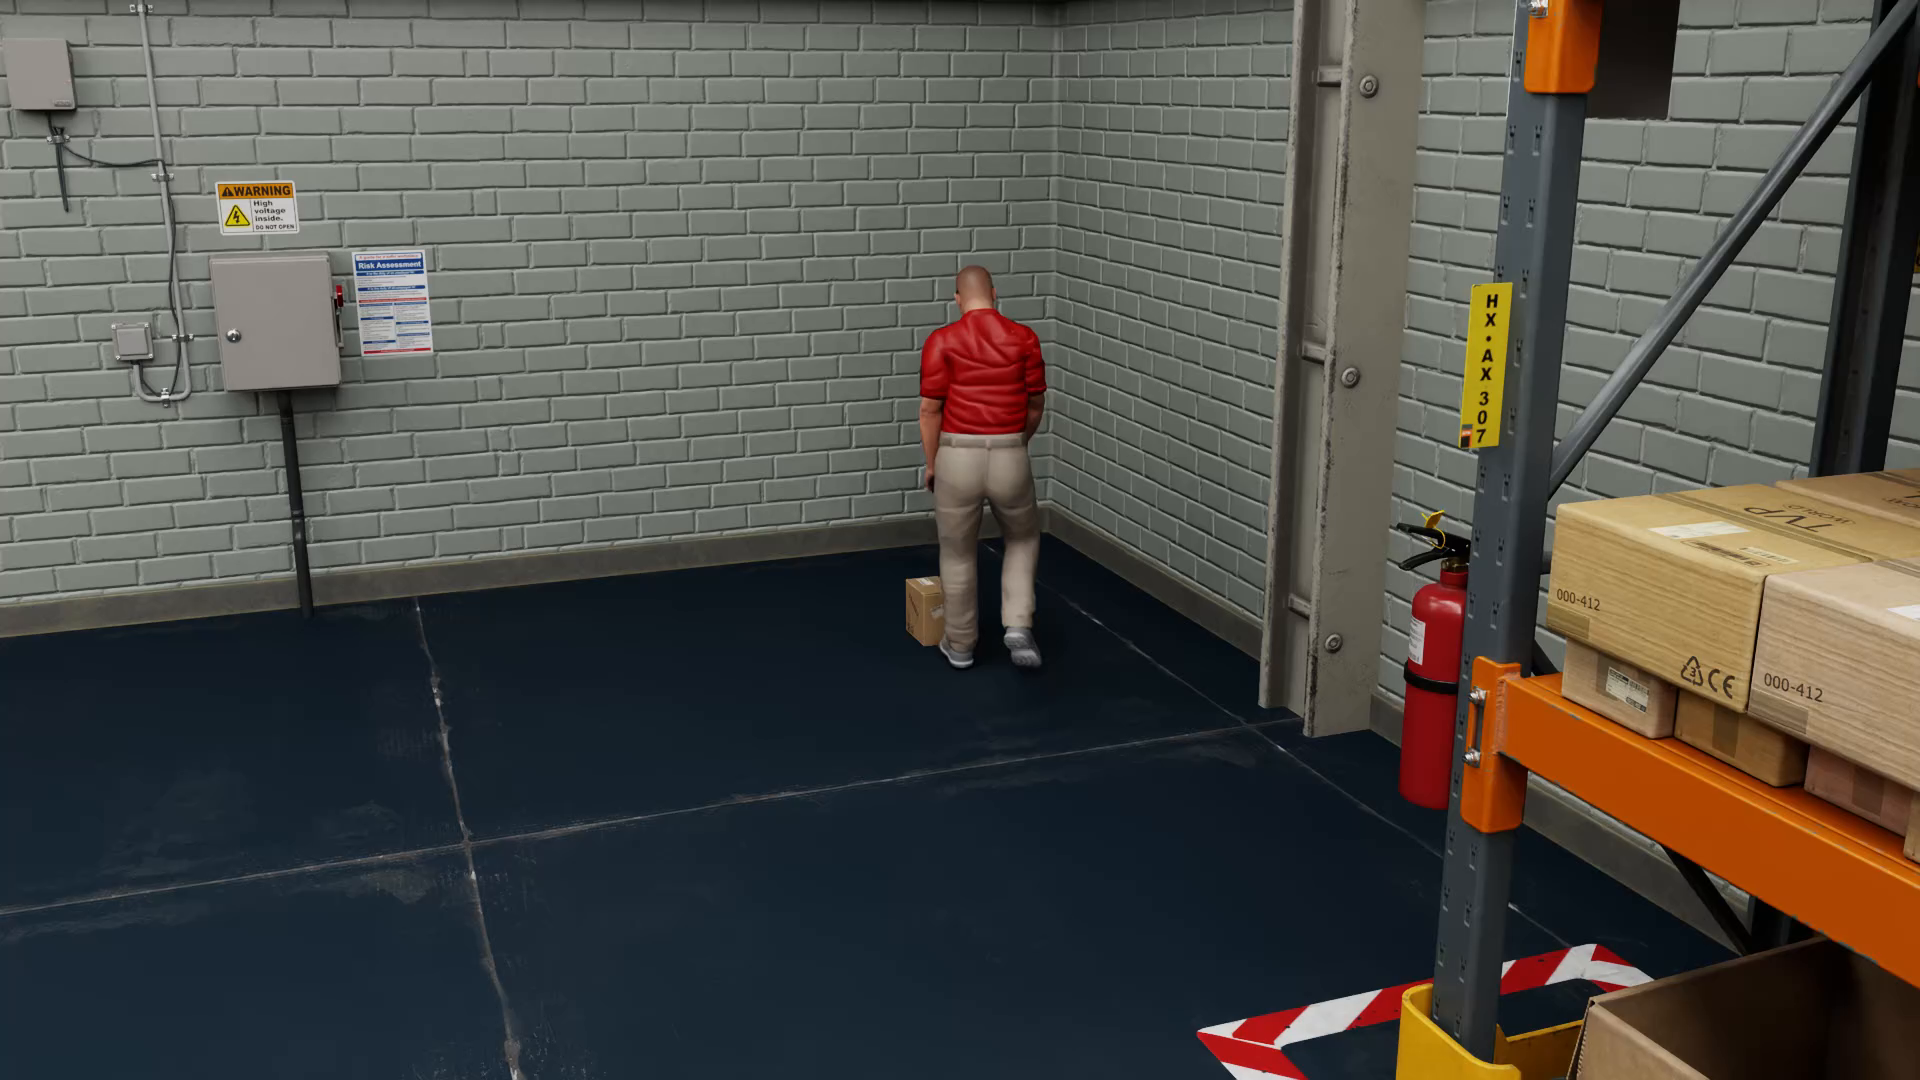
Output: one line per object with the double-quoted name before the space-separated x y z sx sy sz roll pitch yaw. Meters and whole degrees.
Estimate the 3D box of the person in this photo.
"person" 0.091 -0.289 7.105 0.551 1.740 0.565 -3 16 -9
